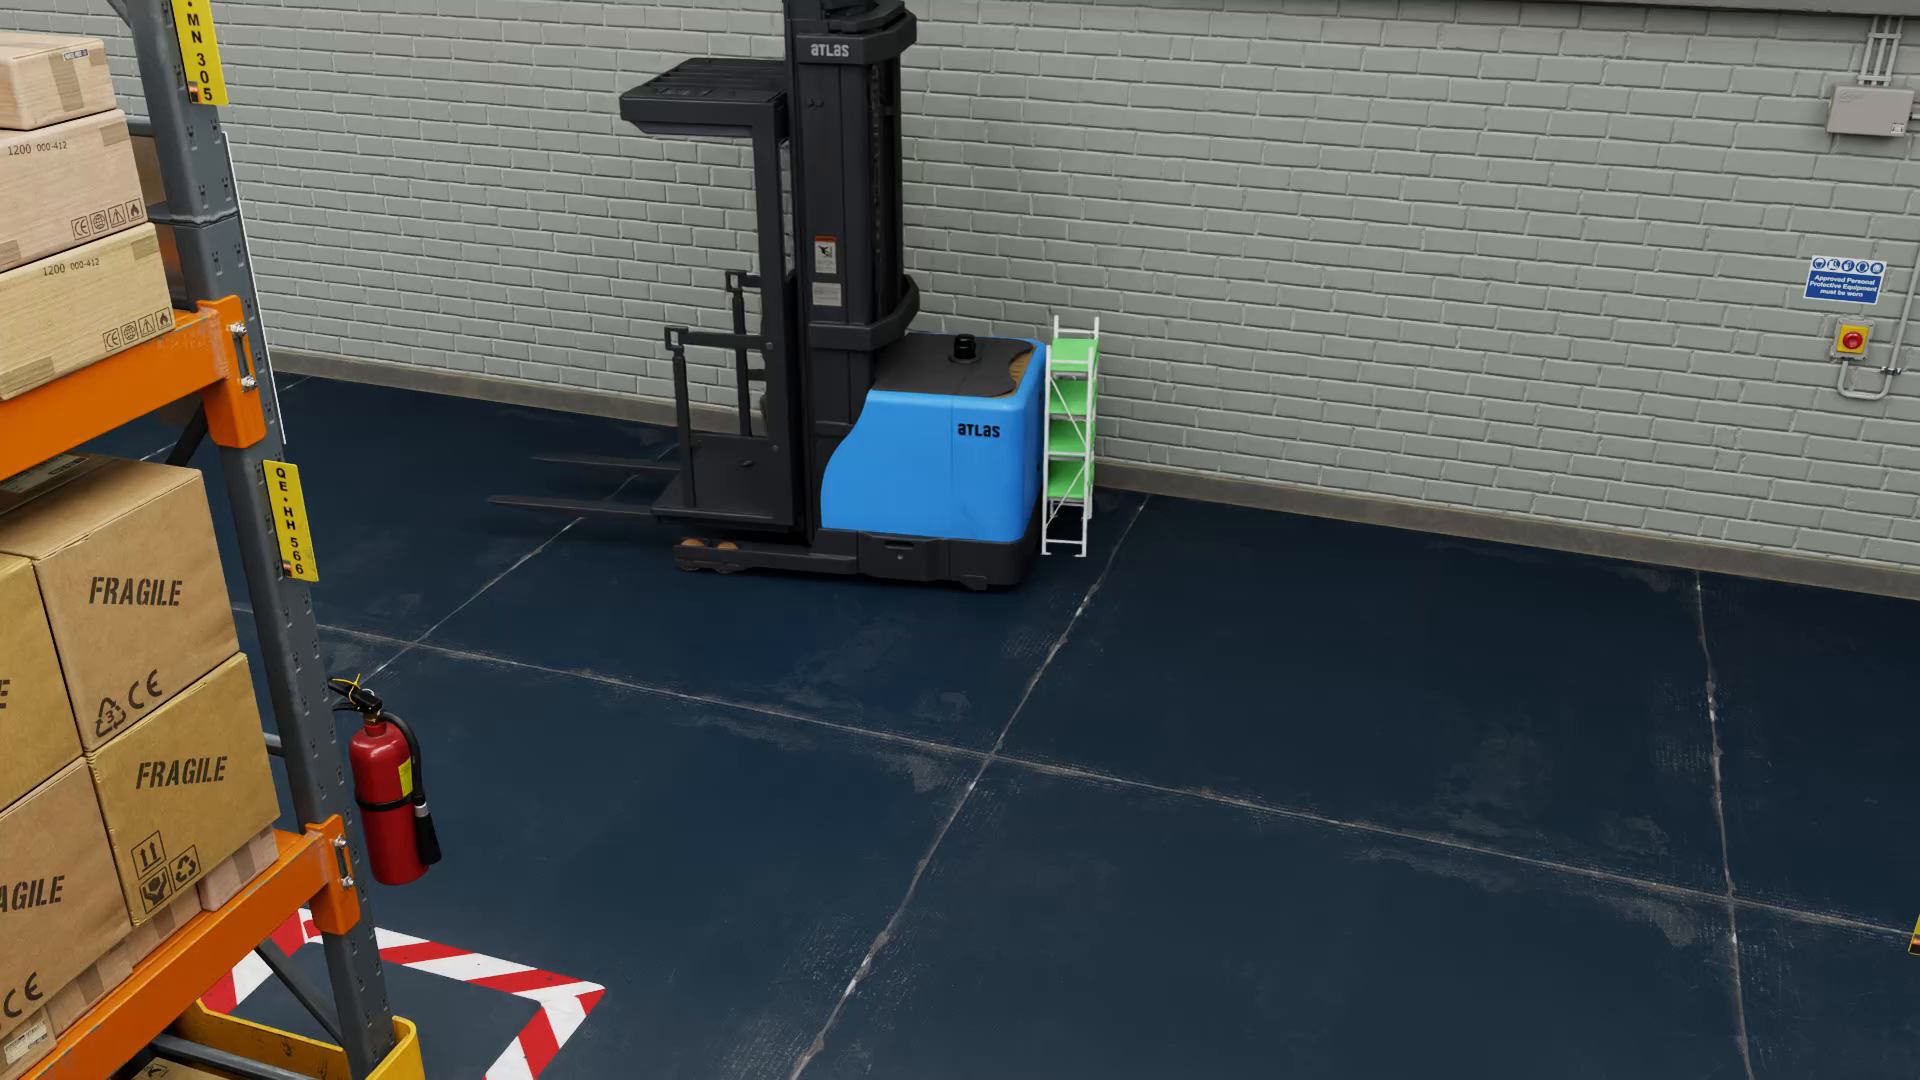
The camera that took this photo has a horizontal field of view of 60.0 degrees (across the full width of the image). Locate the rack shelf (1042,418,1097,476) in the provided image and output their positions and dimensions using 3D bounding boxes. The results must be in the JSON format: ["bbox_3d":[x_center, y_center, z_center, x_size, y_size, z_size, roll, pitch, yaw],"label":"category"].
[{"bbox_3d":[0.599,-0.504,9.061,0.258,0.148,0.480,3,26,7],"label":"rack shelf"}]

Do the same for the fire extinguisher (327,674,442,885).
[{"bbox_3d":[-1.692,0.695,4.890,0.296,0.674,0.183,9,27,17],"label":"fire extinguisher"}]

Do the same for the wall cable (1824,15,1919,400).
[{"bbox_3d":[4.345,-1.587,7.884,0.585,1.953,0.123,9,27,17],"label":"wall cable"}]

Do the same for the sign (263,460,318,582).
[{"bbox_3d":[-1.694,-0.046,4.212,0.100,0.325,0.005,9,27,17],"label":"sign"}]

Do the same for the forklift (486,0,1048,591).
[{"bbox_3d":[-1.072,-1.358,8.692,3.031,2.935,1.130,5,26,10],"label":"forklift"}]

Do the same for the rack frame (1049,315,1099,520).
[{"bbox_3d":[0.632,-0.667,9.250,0.240,1.200,0.015,3,26,7],"label":"rack frame"}]

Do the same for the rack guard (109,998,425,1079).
[{"bbox_3d":[-2.236,1.685,5.196,1.175,0.500,0.348,9,27,17],"label":"rack guard"}]

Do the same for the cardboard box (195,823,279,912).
[{"bbox_3d":[-2.053,0.817,4.410,0.380,0.149,0.250,9,27,18],"label":"cardboard box"}]

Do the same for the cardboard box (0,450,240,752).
[{"bbox_3d":[-2.129,0.124,3.949,0.500,0.500,0.500,8,27,16],"label":"cardboard box"}]

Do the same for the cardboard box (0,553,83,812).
[{"bbox_3d":[-2.297,0.332,3.519,0.500,0.500,0.500,8,27,16],"label":"cardboard box"}]

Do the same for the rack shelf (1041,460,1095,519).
[{"bbox_3d":[0.599,-0.288,9.165,0.258,0.148,0.480,3,26,7],"label":"rack shelf"}]

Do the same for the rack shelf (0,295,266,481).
[{"bbox_3d":[-2.877,0.324,2.522,1.077,0.370,4.000,9,27,17],"label":"rack shelf"}]

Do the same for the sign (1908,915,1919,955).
[{"bbox_3d":[1.969,0.697,3.285,0.100,0.325,0.005,9,27,17],"label":"sign"}]

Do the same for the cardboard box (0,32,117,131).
[{"bbox_3d":[-2.045,-0.979,3.529,0.380,0.149,0.250,9,27,17],"label":"cardboard box"}]

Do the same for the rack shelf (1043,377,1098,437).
[{"bbox_3d":[0.599,-0.720,8.956,0.258,0.148,0.480,3,26,7],"label":"rack shelf"}]

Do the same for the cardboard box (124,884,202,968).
[{"bbox_3d":[-2.171,0.913,4.210,0.380,0.149,0.250,9,27,17],"label":"cardboard box"}]

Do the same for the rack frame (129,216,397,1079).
[{"bbox_3d":[-2.211,0.529,4.716,1.000,3.000,0.127,9,27,17],"label":"rack frame"}]

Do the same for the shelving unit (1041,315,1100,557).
[{"bbox_3d":[0.599,-0.561,9.033,0.258,1.200,0.503,3,26,7],"label":"shelving unit"}]

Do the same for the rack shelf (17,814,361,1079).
[{"bbox_3d":[-2.877,1.674,3.175,1.077,0.370,4.000,9,27,17],"label":"rack shelf"}]

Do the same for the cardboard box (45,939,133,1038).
[{"bbox_3d":[-2.240,1.019,3.992,0.380,0.149,0.250,8,27,17],"label":"cardboard box"}]

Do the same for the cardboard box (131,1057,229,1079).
[{"bbox_3d":[-2.148,1.609,4.591,0.380,0.149,0.250,9,27,18],"label":"cardboard box"}]

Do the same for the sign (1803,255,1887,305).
[{"bbox_3d":[4.320,-1.269,8.120,0.327,0.218,0.001,9,27,17],"label":"sign"}]

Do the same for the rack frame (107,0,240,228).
[{"bbox_3d":[-2.211,-2.172,3.409,1.000,3.000,0.127,9,27,17],"label":"rack frame"}]

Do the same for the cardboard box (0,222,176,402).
[{"bbox_3d":[-2.113,-0.529,3.630,0.500,0.250,0.500,8,27,16],"label":"cardboard box"}]

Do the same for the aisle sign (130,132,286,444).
[{"bbox_3d":[-1.904,-0.628,4.122,0.394,0.787,0.004,9,27,17],"label":"aisle sign"}]

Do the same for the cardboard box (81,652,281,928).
[{"bbox_3d":[-2.118,0.572,4.171,0.500,0.500,0.500,9,27,18],"label":"cardboard box"}]

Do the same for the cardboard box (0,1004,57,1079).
[{"bbox_3d":[-2.303,1.127,3.769,0.380,0.149,0.250,9,27,19],"label":"cardboard box"}]

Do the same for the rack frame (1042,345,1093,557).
[{"bbox_3d":[0.566,-0.456,8.815,0.240,1.200,0.015,3,26,7],"label":"rack frame"}]

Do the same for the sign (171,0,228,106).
[{"bbox_3d":[-1.694,-1.131,3.686,0.100,0.325,0.005,9,27,17],"label":"sign"}]

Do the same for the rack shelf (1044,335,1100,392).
[{"bbox_3d":[0.599,-0.936,8.851,0.258,0.148,0.480,3,26,7],"label":"rack shelf"}]

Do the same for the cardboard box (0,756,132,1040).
[{"bbox_3d":[-2.294,0.783,3.736,0.500,0.500,0.500,8,27,17],"label":"cardboard box"}]

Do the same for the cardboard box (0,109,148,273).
[{"bbox_3d":[-2.124,-0.753,3.519,0.500,0.250,0.500,8,27,16],"label":"cardboard box"}]
